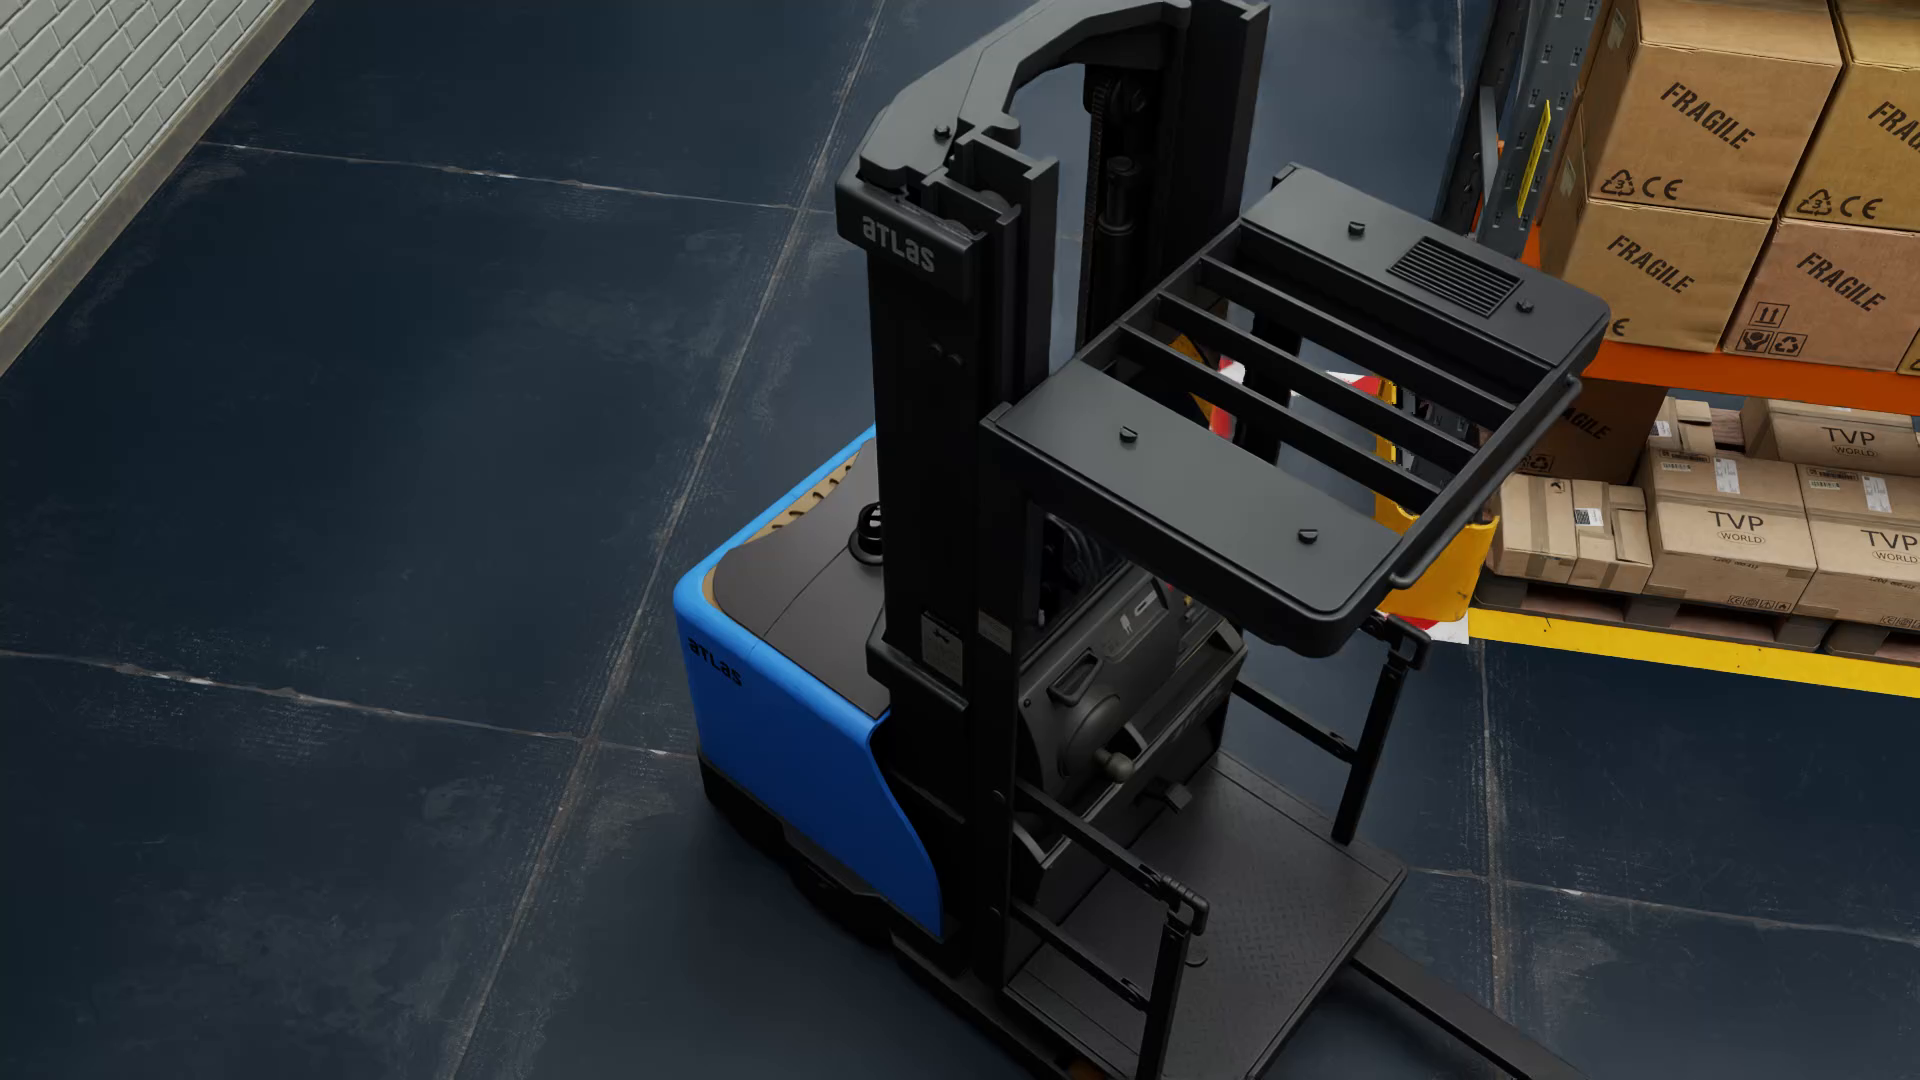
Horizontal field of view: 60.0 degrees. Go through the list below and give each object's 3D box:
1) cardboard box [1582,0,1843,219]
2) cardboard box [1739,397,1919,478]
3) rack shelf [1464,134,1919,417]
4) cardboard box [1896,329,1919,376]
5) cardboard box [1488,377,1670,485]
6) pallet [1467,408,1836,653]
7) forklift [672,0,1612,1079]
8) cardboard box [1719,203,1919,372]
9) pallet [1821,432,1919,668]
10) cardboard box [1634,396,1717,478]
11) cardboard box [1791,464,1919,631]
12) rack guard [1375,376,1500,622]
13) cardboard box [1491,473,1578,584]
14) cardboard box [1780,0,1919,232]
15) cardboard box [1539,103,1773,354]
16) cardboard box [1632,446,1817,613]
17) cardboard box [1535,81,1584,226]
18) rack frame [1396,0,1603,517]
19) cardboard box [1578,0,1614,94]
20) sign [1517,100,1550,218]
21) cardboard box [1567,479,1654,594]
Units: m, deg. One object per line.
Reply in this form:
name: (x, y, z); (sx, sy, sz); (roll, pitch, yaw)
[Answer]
cardboard box: (2.070, -1.275, 4.640); (0.500, 0.500, 0.500); (9, 49, 8)
cardboard box: (3.189, -0.348, 6.099); (0.500, 0.250, 0.500); (8, 49, 7)
rack shelf: (3.649, -0.654, 5.305); (4.000, 0.370, 1.077); (8, 49, 7)
cardboard box: (3.072, -0.808, 4.892); (0.500, 0.500, 0.500); (8, 49, 7)
cardboard box: (2.260, -0.579, 6.139); (0.500, 0.500, 0.500); (8, 49, 7)
pallet: (2.540, -0.112, 6.209); (1.213, 0.211, 1.003); (8, 49, 7)
forklift: (0.619, 0.305, 4.005); (3.031, 2.935, 1.130); (32, 56, 26)
cardboard box: (2.579, -0.877, 4.954); (0.500, 0.500, 0.500); (7, 48, 6)
pallet: (3.737, 0.051, 6.063); (1.213, 0.211, 1.003); (8, 49, 7)
cardboard box: (2.642, -0.348, 6.155); (0.250, 0.166, 0.380); (8, 49, 7)
cardboard box: (3.149, 0.024, 5.764); (0.500, 0.250, 0.500); (8, 49, 7)
rack guard: (1.755, -0.314, 6.196); (0.348, 0.500, 1.175); (8, 49, 7)
cardboard box: (2.032, -0.047, 5.896); (0.250, 0.149, 0.380); (8, 49, 7)
cardboard box: (2.586, -1.212, 4.583); (0.500, 0.500, 0.500); (8, 49, 7)
cardboard box: (2.070, -0.941, 5.012); (0.500, 0.500, 0.500); (9, 49, 8)
cardboard box: (2.657, -0.042, 5.824); (0.500, 0.250, 0.500); (8, 49, 7)
cardboard box: (2.170, -1.333, 5.364); (0.500, 0.500, 0.500); (9, 49, 8)
rack frame: (1.681, -1.159, 5.275); (0.127, 3.000, 1.000); (8, 49, 7)
cardboard box: (2.168, -1.669, 4.994); (0.500, 0.500, 0.500); (7, 48, 6)
sign: (1.584, -1.052, 4.596); (0.005, 0.325, 0.100); (8, 49, 7)
cardboard box: (2.278, -0.019, 5.860); (0.250, 0.166, 0.380); (8, 49, 7)
